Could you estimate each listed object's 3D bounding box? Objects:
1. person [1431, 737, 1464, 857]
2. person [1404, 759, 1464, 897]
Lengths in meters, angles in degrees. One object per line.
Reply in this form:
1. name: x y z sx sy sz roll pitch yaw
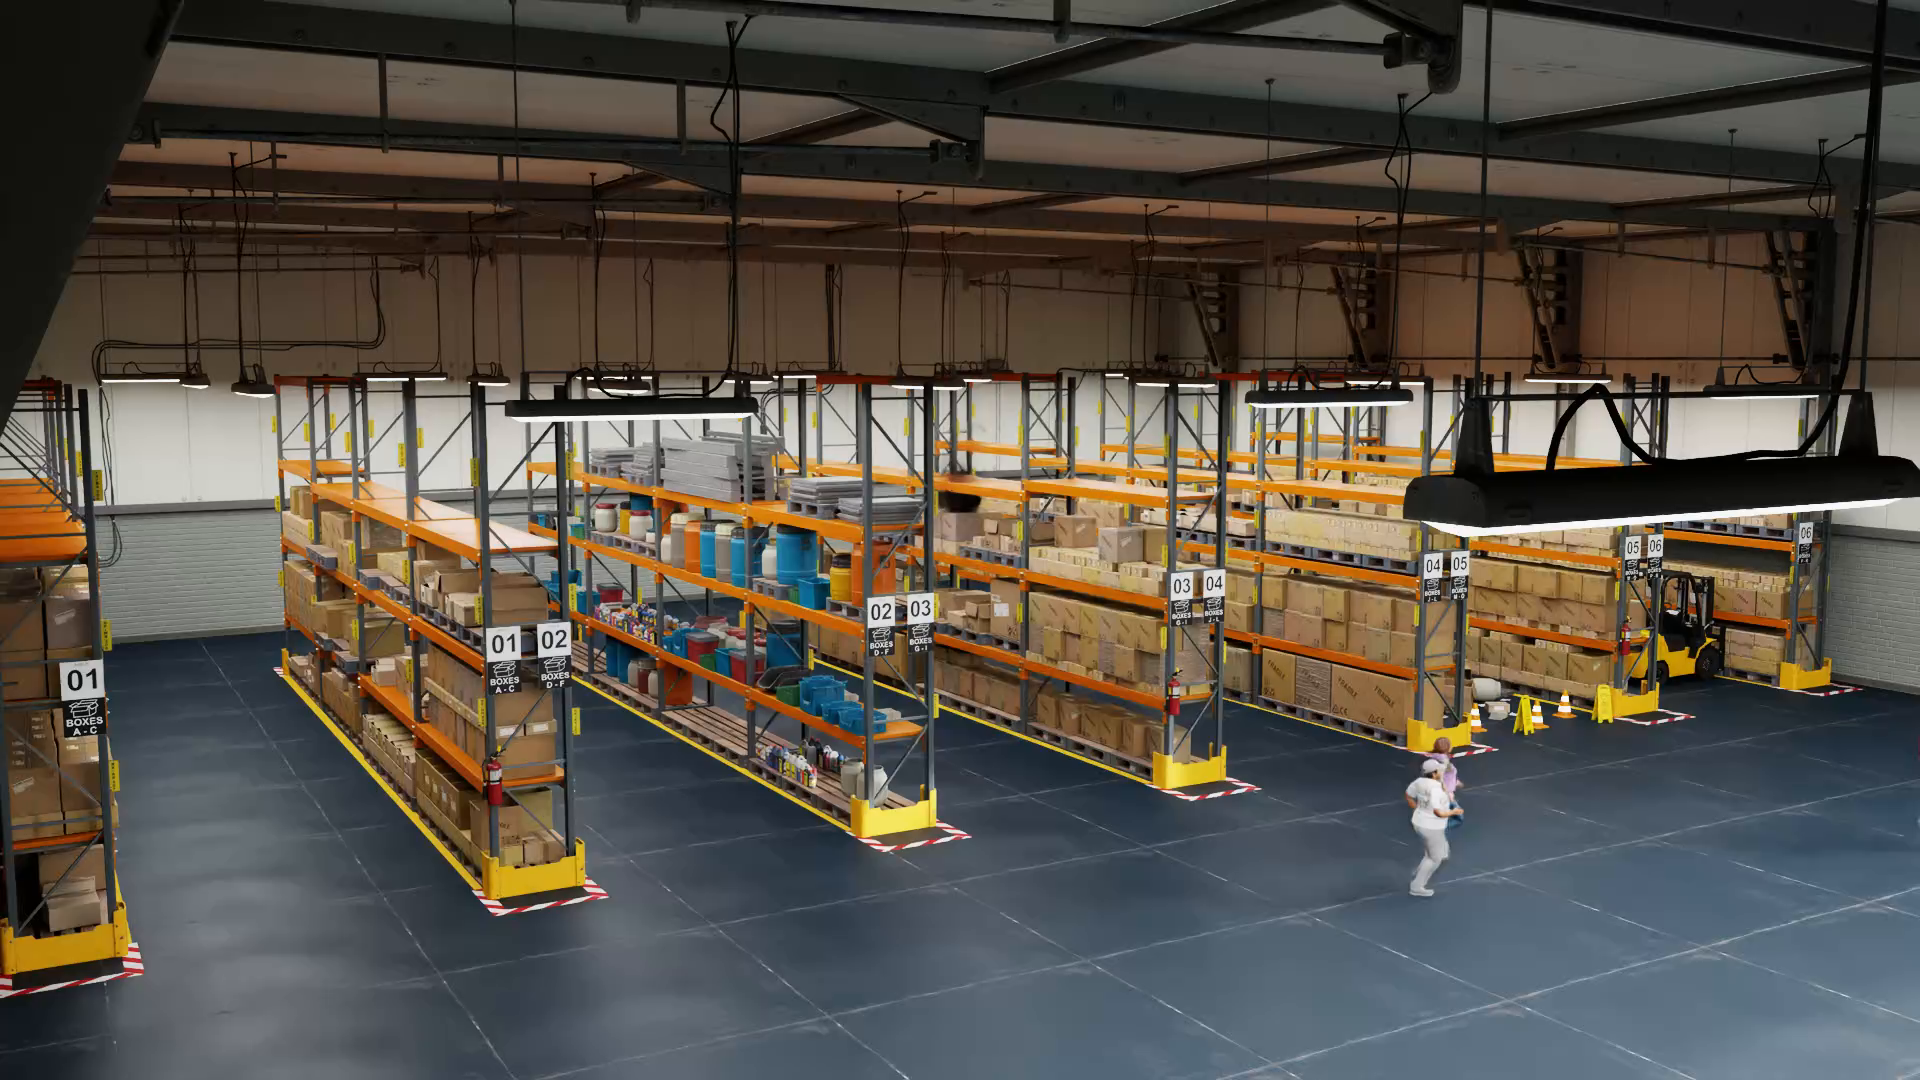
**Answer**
1. person: 6.145 3.266 21.062 0.537 1.544 0.530 -1 6 -7
2. person: 5.585 3.377 19.574 0.605 1.634 0.582 -1 6 -7
